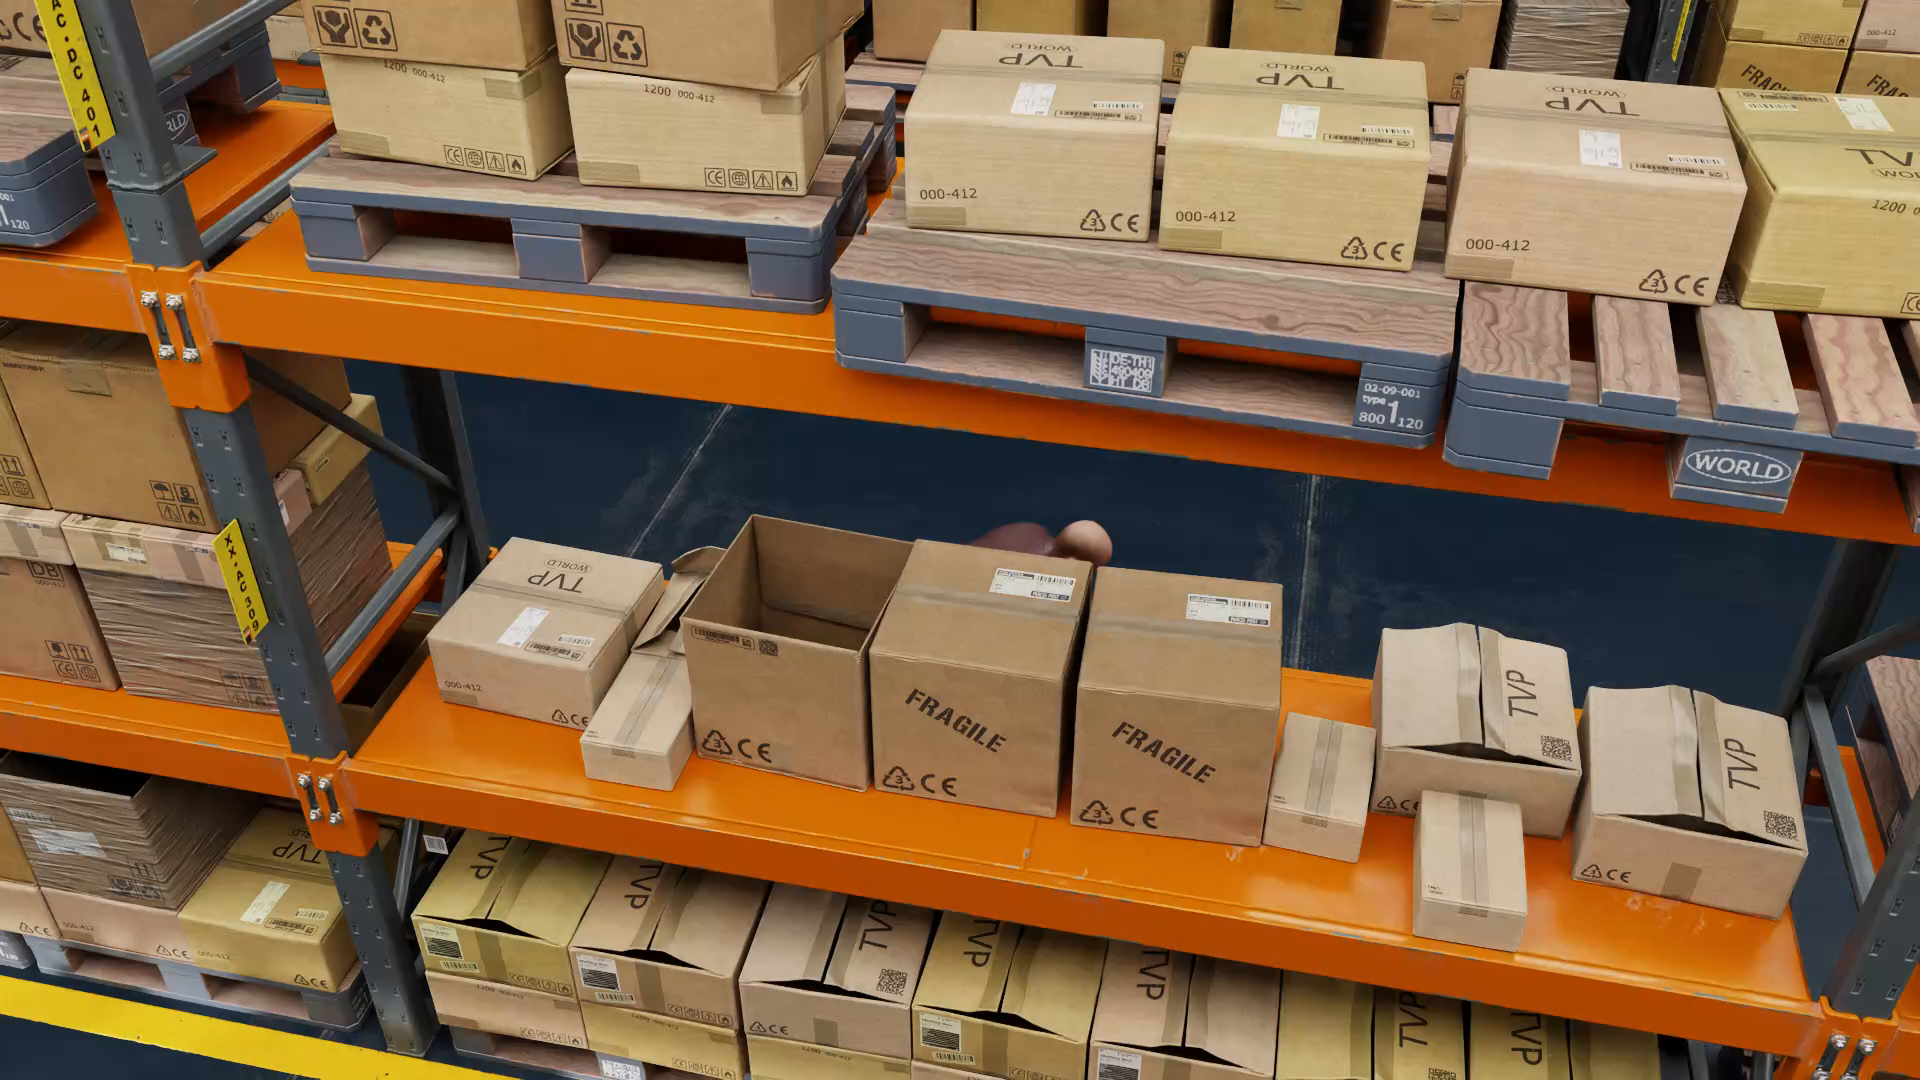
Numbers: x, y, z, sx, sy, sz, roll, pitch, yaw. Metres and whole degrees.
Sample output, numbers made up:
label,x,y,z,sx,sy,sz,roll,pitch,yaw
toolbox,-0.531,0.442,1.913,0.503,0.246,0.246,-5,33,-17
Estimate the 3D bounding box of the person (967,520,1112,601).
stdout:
label,x,y,z,sx,sy,sz,roll,pitch,yaw
person,0.251,0.330,6.411,1.000,0.957,0.576,7,37,10
